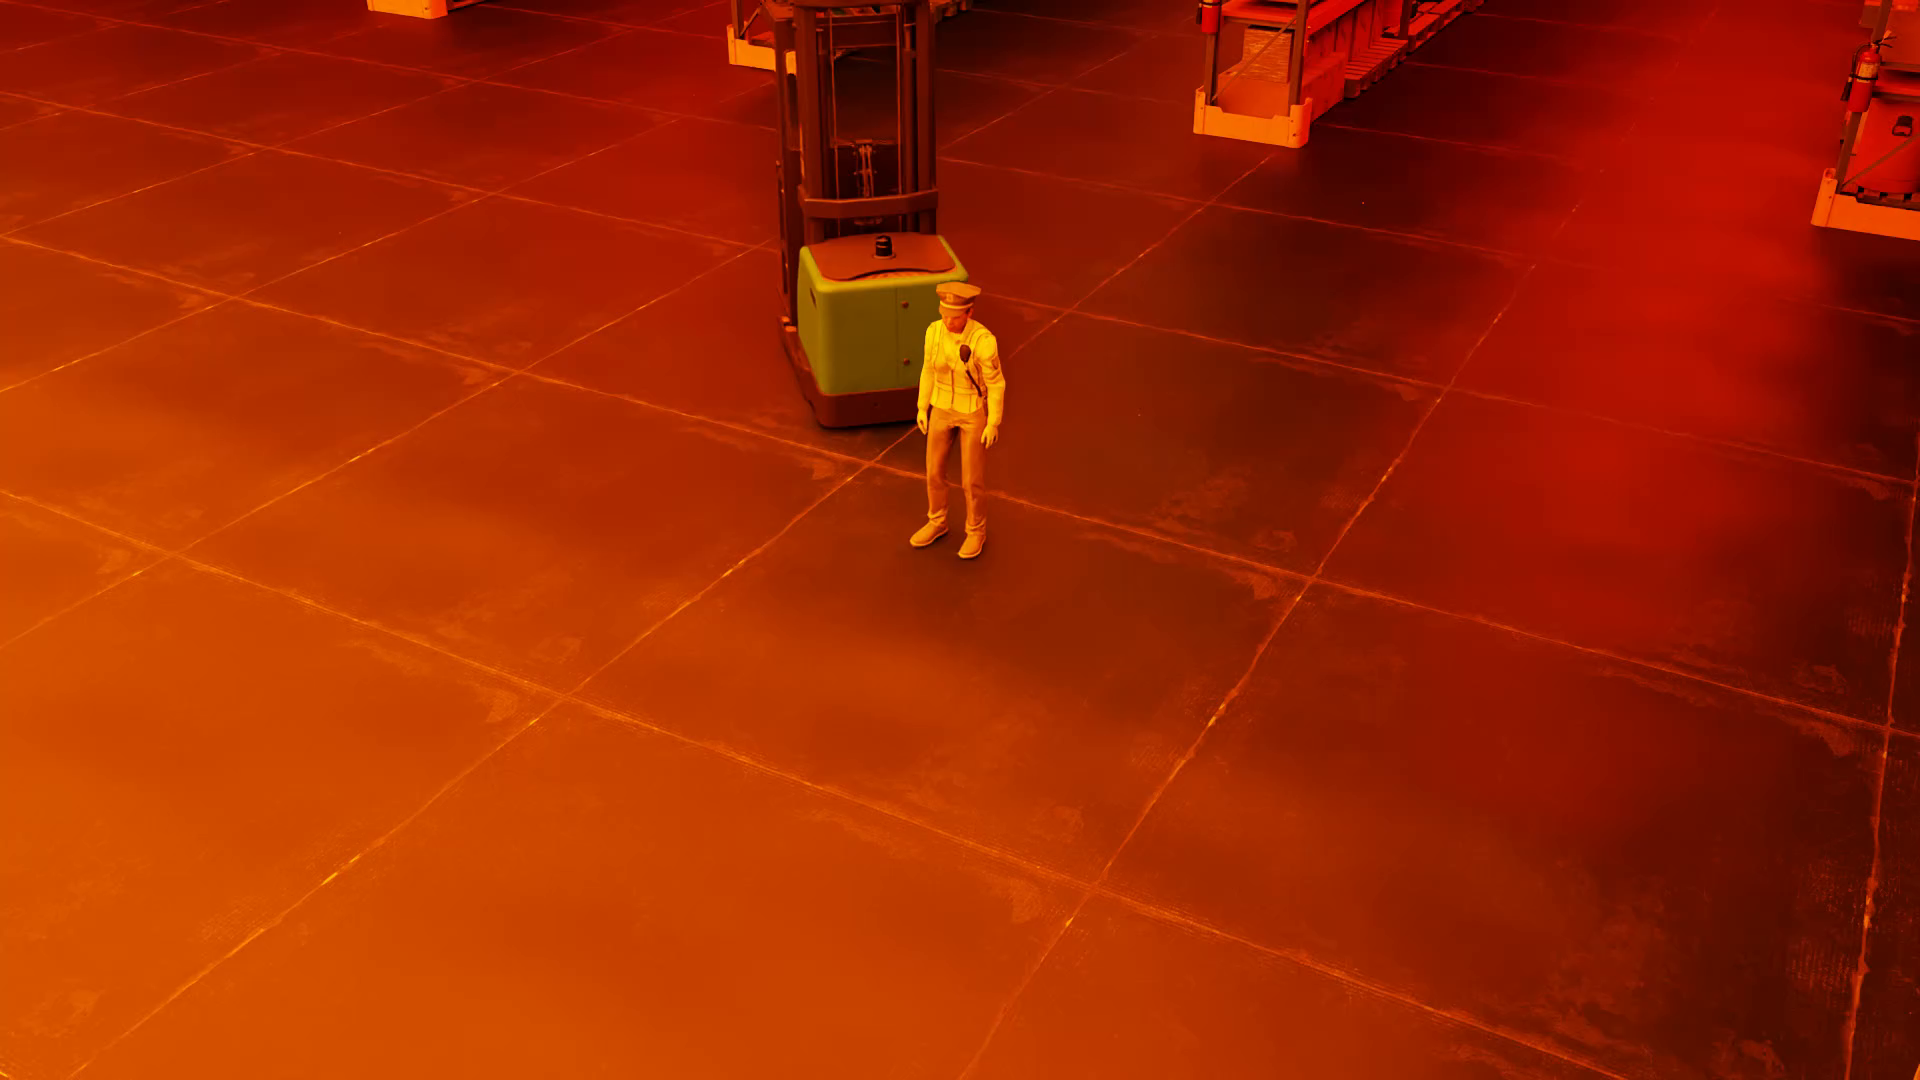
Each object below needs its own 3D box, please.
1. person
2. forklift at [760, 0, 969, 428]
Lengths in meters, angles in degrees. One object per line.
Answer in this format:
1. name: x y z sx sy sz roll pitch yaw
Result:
1. person: -0.005 -0.704 9.561 0.529 1.663 0.372 14 33 23
2. forklift: -0.766 -2.747 11.830 1.130 2.935 3.031 -7 31 -12
